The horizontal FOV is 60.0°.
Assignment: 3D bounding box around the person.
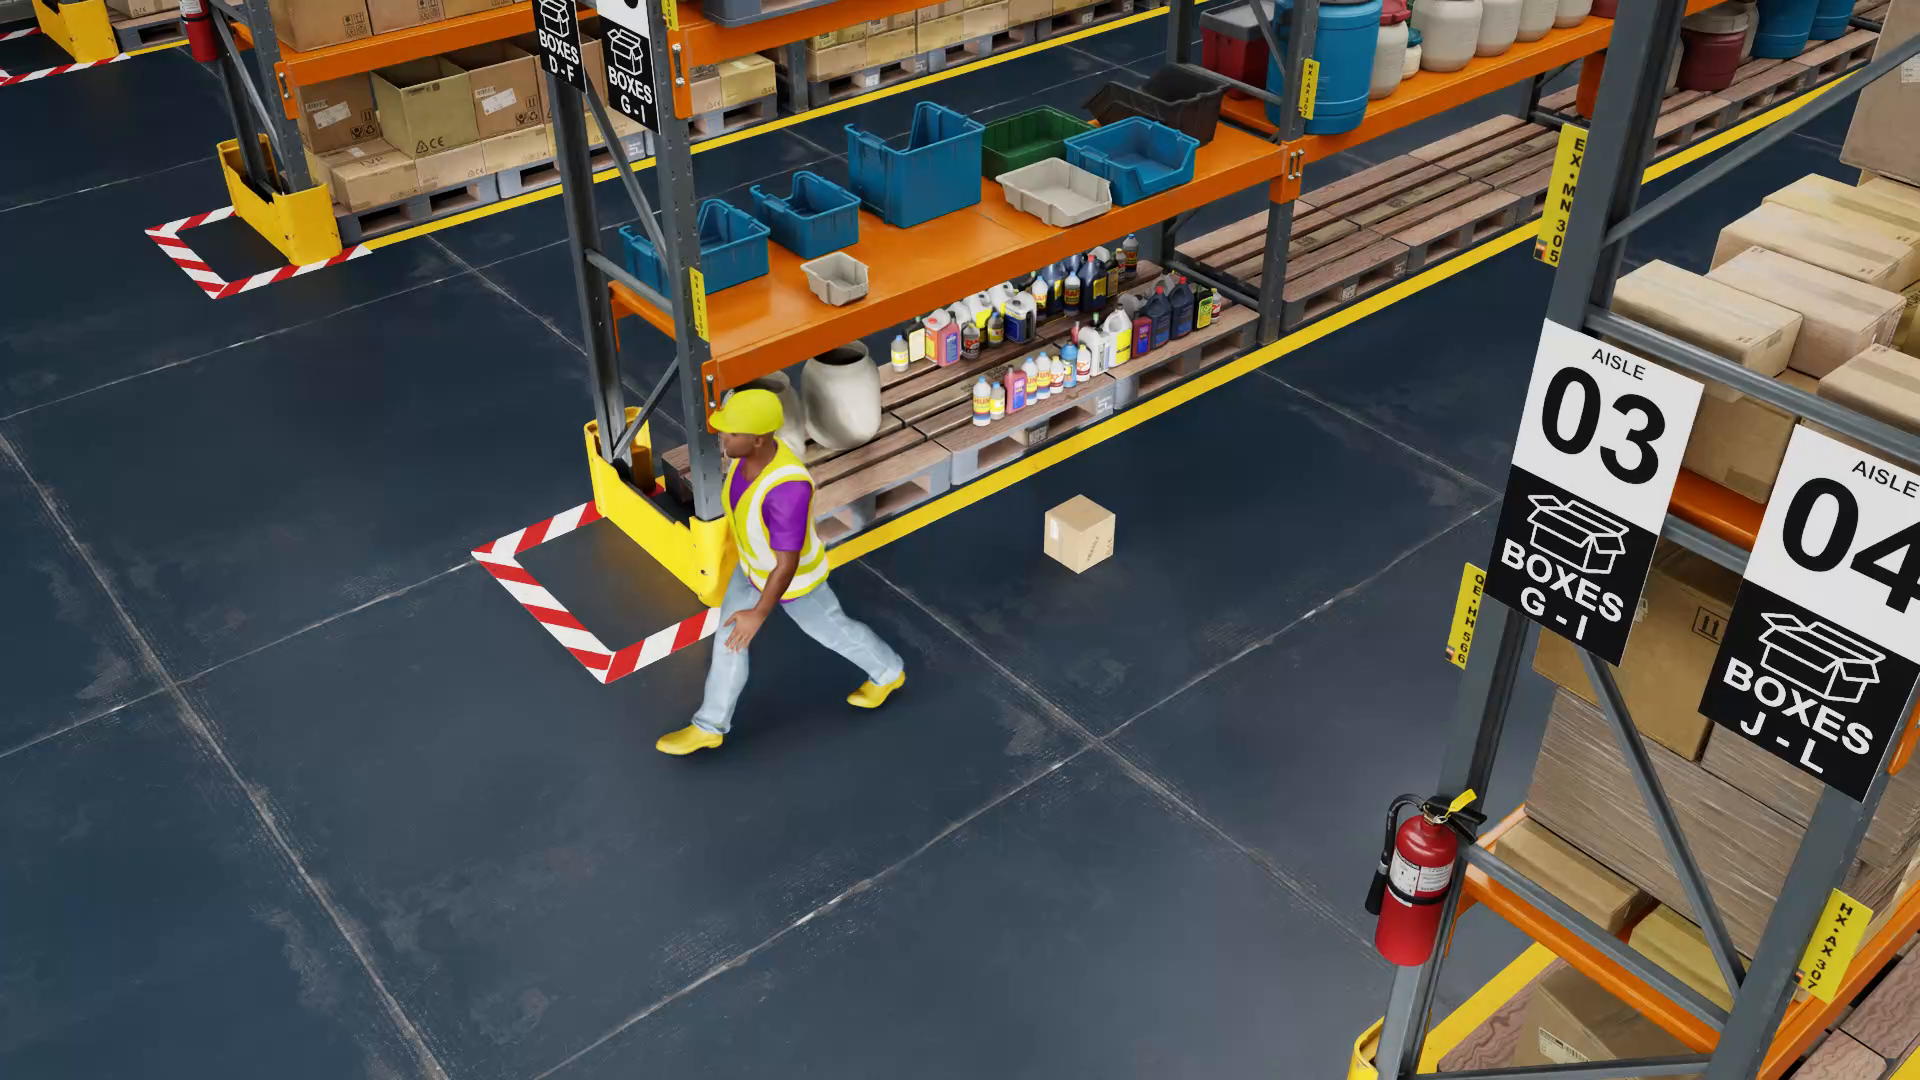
[{"bbox_3d":[-0.776,0.129,6.887,1.144,1.700,0.626,-22,41,-27],"label":"person"}]
